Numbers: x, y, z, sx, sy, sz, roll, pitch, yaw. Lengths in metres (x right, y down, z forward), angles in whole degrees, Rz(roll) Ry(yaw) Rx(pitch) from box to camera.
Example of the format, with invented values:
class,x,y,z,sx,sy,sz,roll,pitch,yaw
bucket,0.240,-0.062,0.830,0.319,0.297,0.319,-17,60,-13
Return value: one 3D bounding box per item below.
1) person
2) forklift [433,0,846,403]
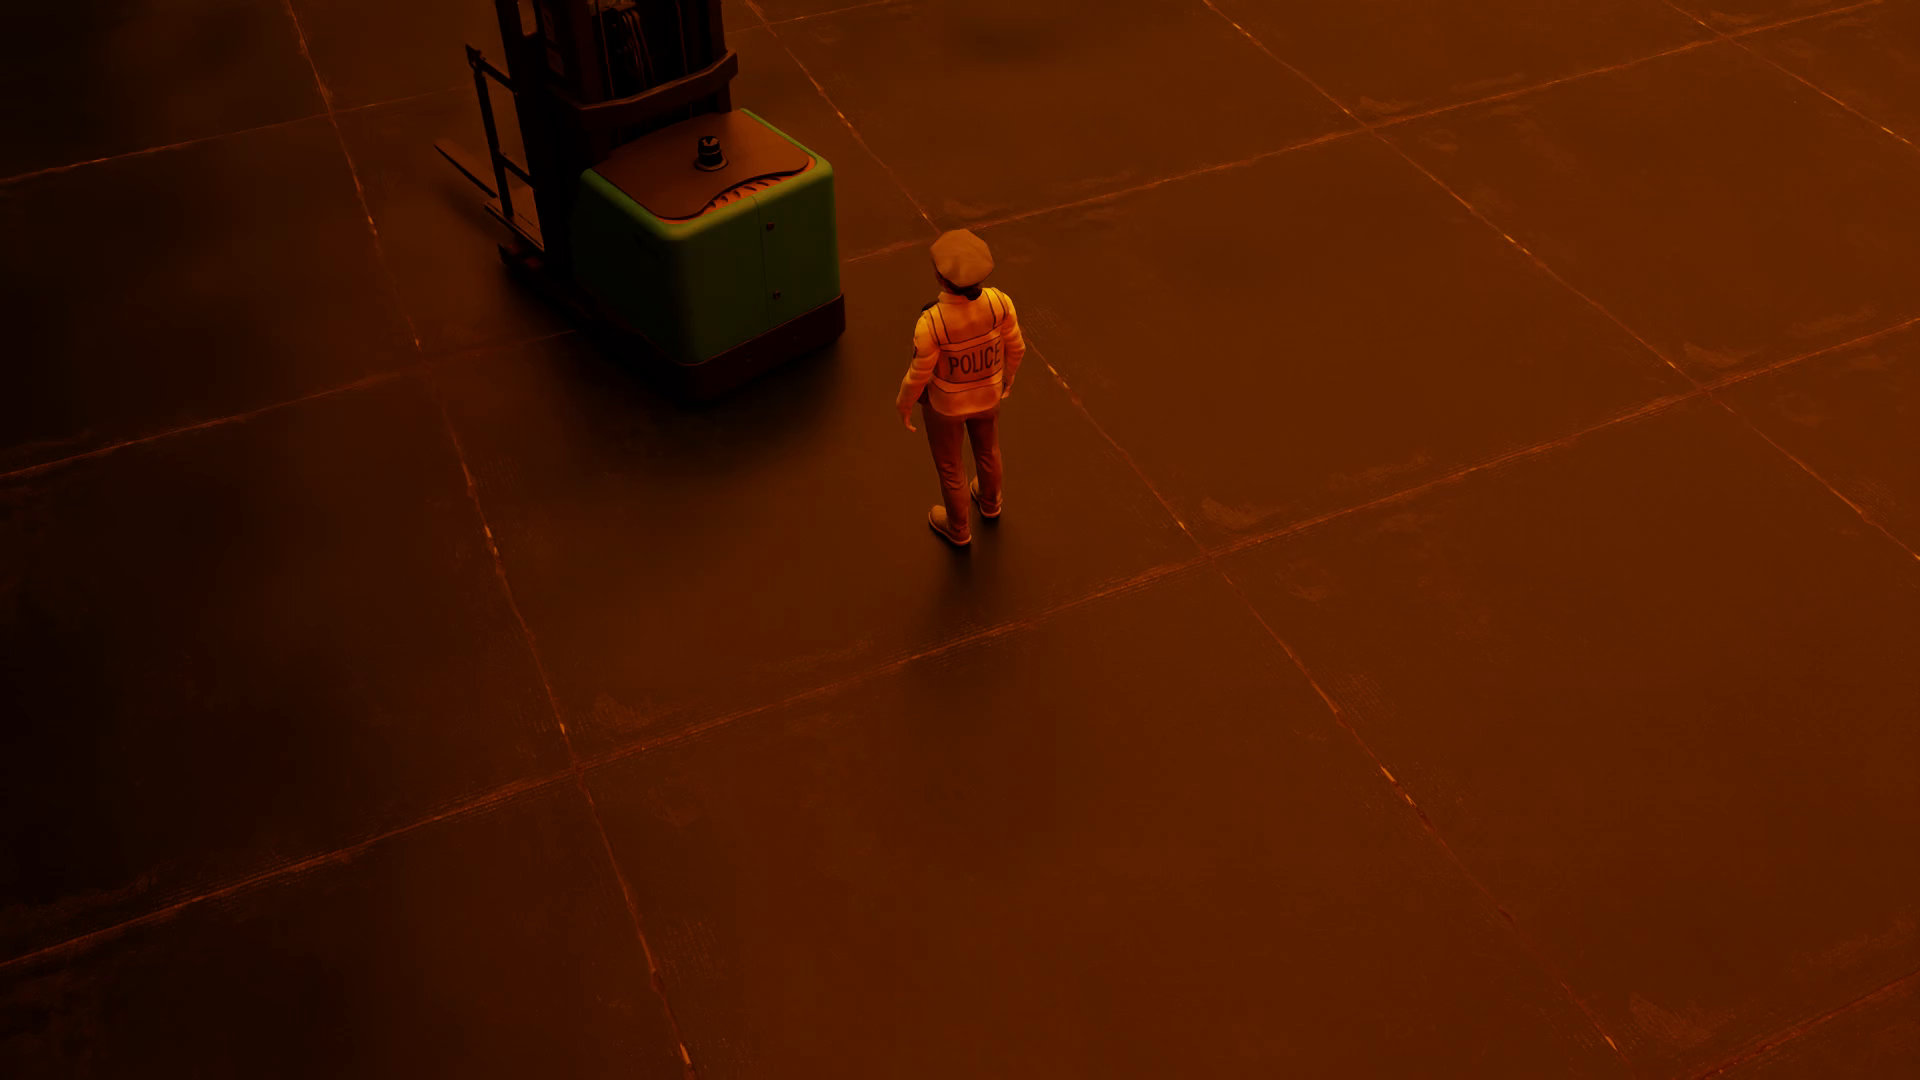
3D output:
class,x,y,z,sx,sy,sz,roll,pitch,yaw
person,-0.022,-0.669,7.293,0.586,1.694,0.531,-18,46,-18
forklift,-1.958,-2.700,8.573,1.130,2.935,3.031,-31,51,-29
